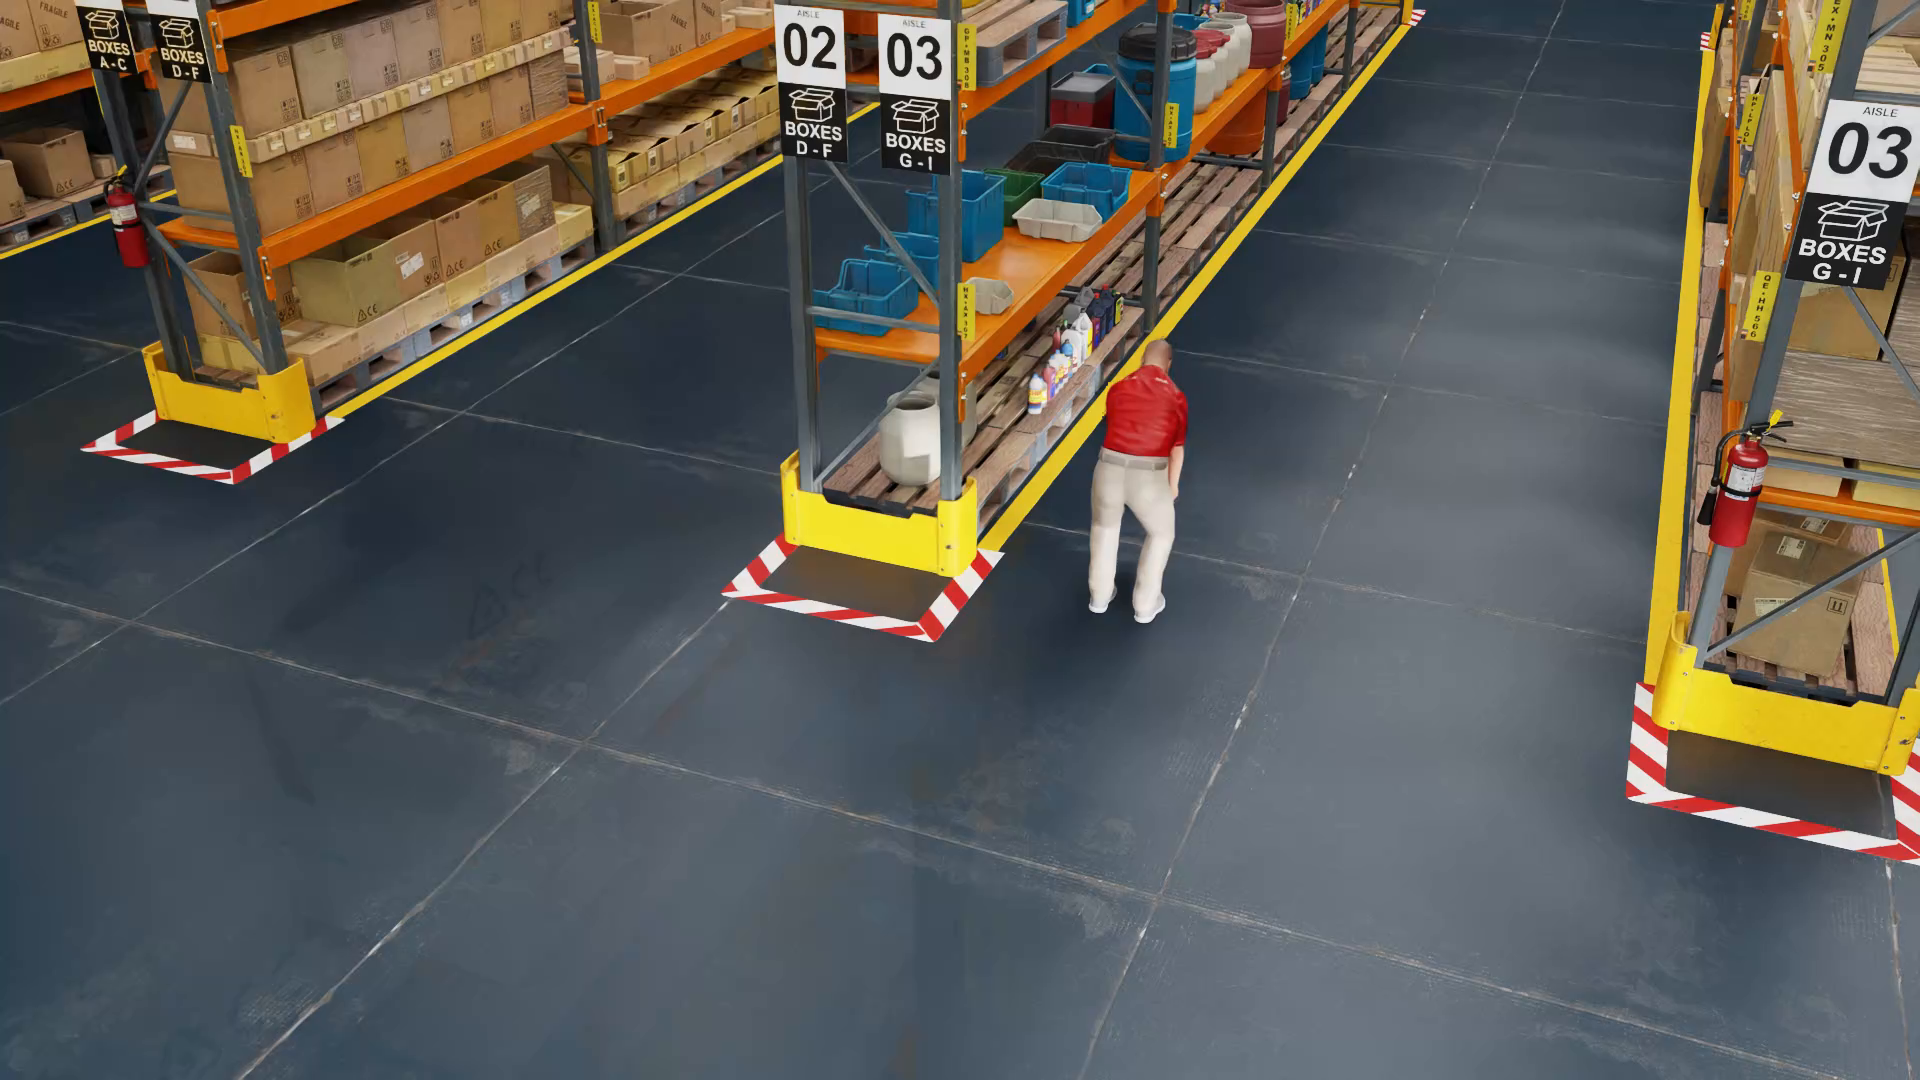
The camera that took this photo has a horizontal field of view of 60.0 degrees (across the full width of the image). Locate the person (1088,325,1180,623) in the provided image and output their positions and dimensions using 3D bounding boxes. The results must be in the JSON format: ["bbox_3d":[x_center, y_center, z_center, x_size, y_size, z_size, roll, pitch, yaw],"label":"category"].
[{"bbox_3d":[0.954,-0.397,9.130,0.490,1.726,0.542,11,31,18],"label":"person"}]
